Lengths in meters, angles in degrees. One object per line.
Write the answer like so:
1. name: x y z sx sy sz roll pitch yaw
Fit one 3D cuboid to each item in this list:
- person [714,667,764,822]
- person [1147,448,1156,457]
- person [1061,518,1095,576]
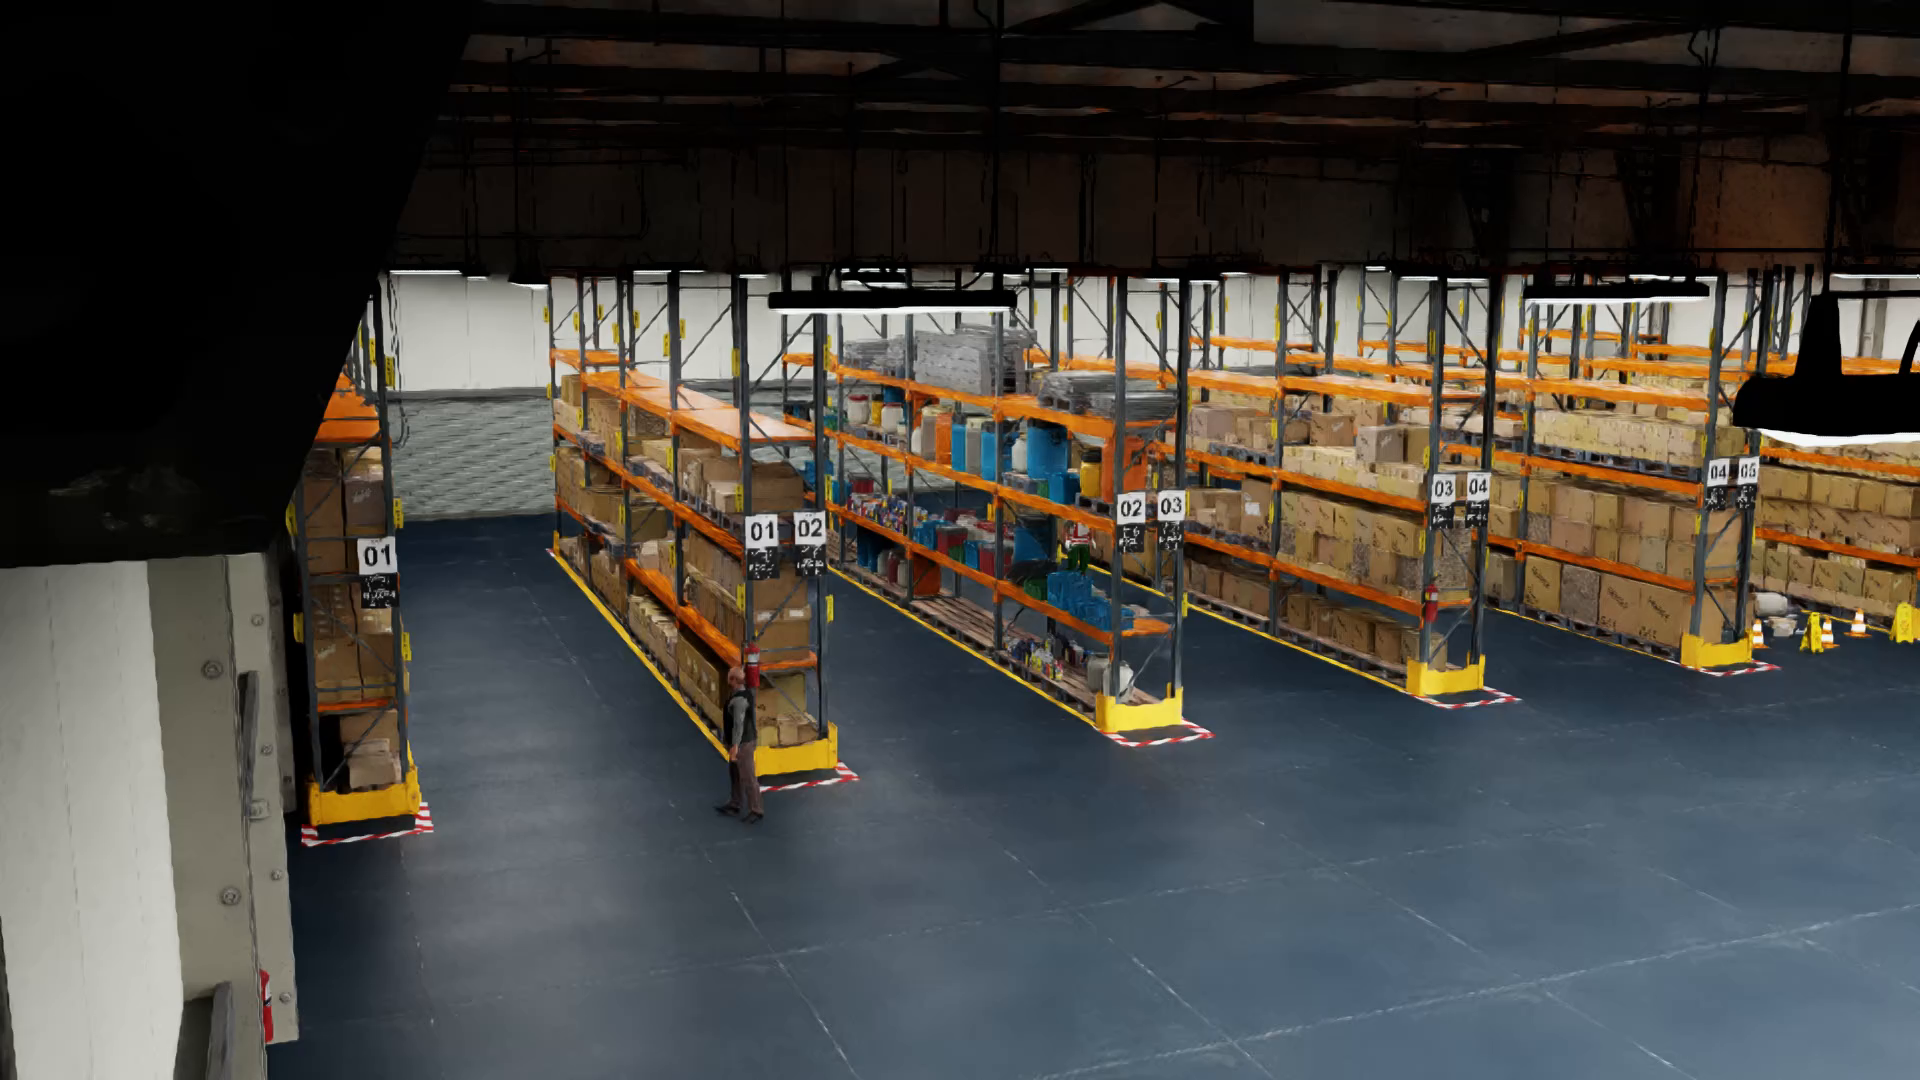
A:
1. person: -2.498 2.261 18.648 0.569 1.719 0.644 -1 10 -7
2. person: 4.740 -1.625 40.966 0.647 1.739 0.683 3 10 16
3. person: 2.237 0.071 31.263 0.677 1.742 0.552 -4 11 -23
